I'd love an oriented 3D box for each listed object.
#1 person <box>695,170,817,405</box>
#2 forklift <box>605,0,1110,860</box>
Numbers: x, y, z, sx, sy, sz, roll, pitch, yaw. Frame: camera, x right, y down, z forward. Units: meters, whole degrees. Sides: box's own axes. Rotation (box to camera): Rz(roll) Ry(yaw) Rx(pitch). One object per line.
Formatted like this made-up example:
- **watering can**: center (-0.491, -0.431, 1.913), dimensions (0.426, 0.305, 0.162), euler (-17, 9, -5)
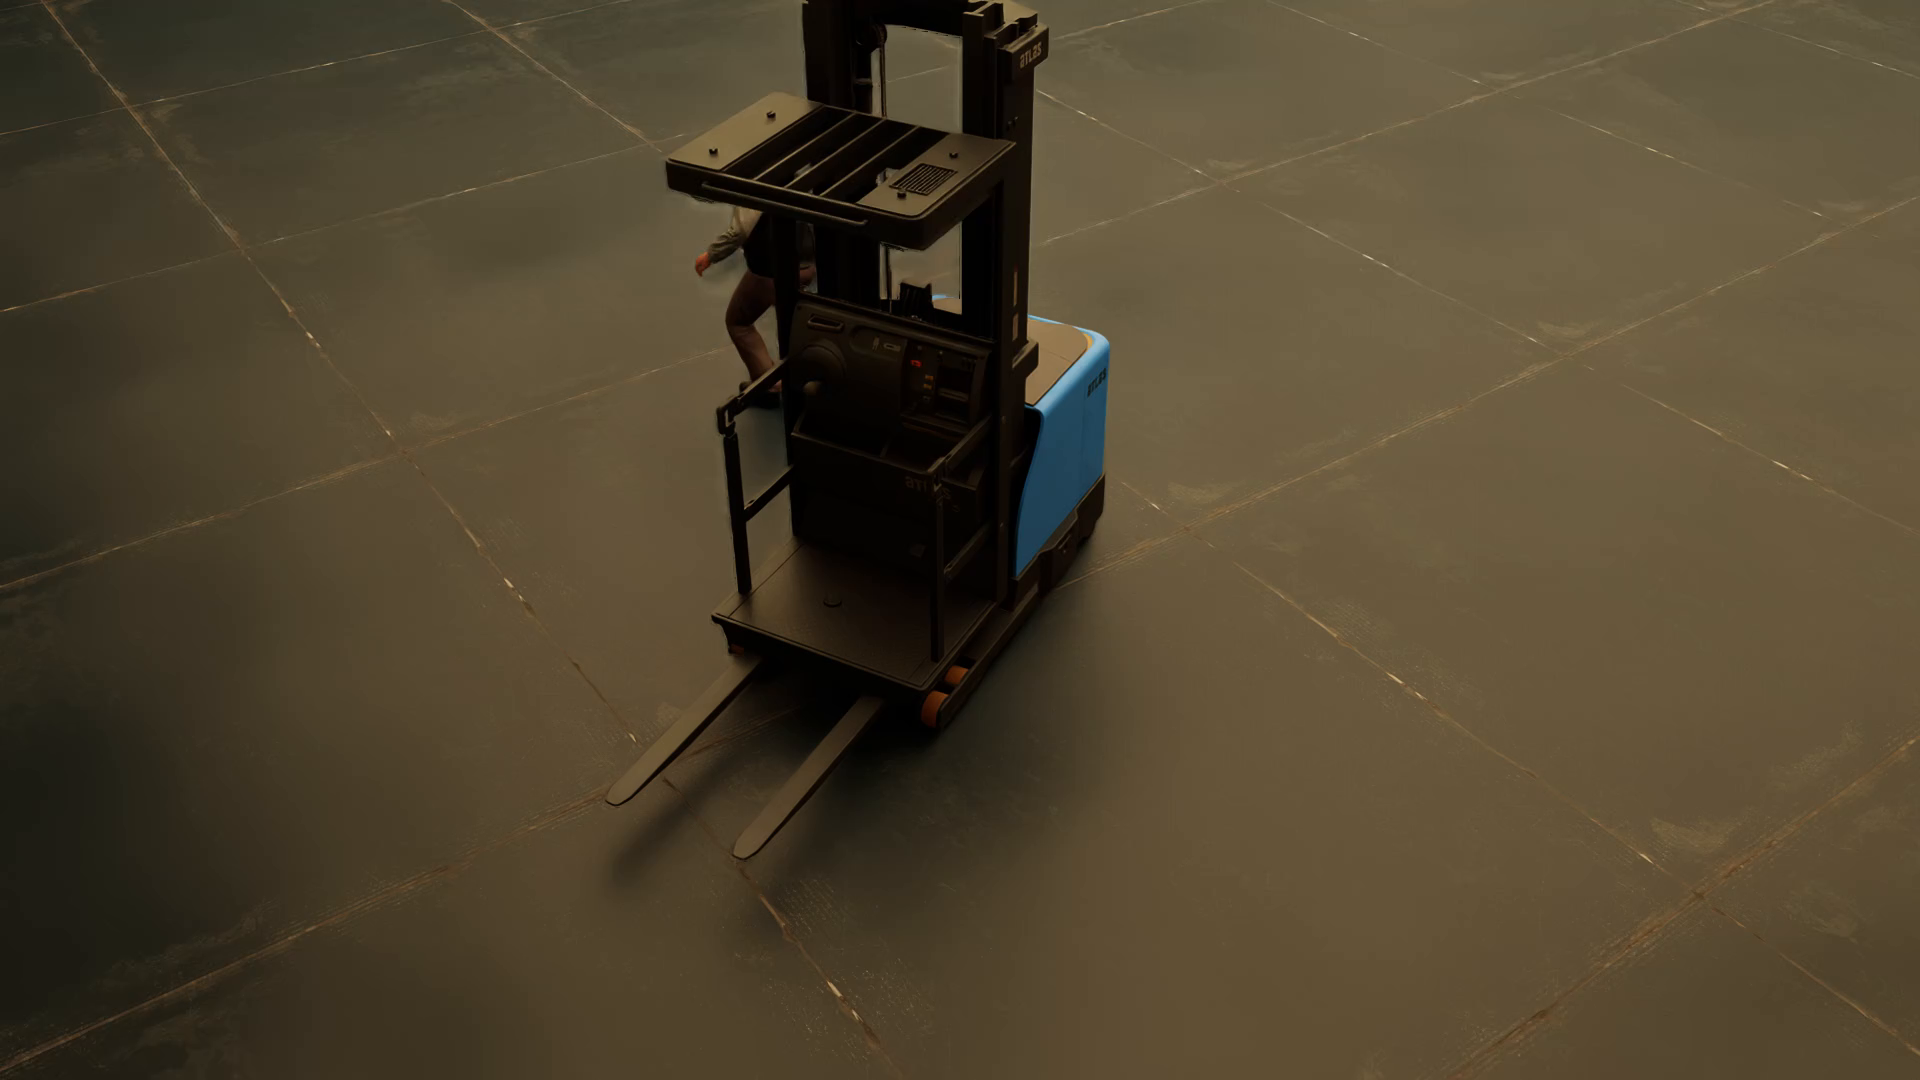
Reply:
- **person**: center (-1.011, -1.562, 9.279), dimensions (0.502, 1.607, 0.967), euler (19, 41, 24)
- **forklift**: center (-0.408, -0.659, 6.836), dimensions (1.130, 2.935, 3.031), euler (18, 40, 22)
